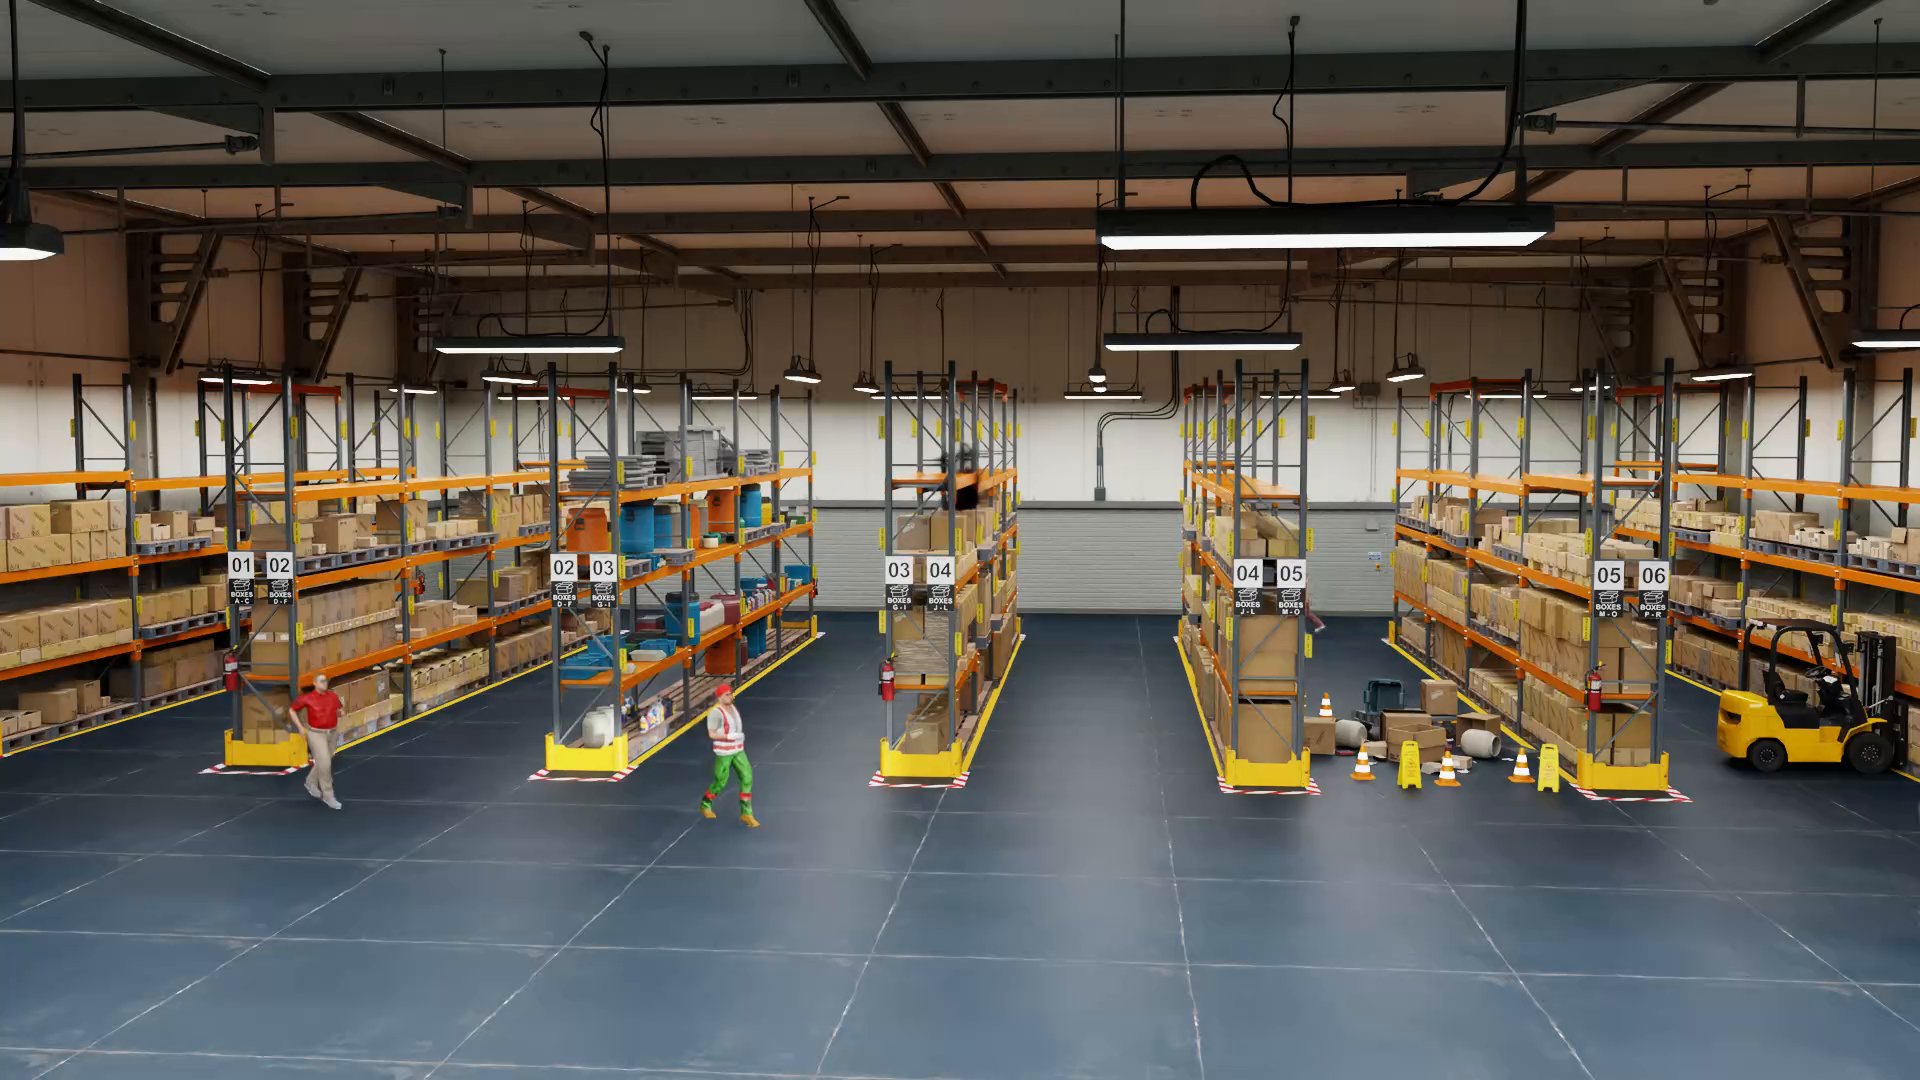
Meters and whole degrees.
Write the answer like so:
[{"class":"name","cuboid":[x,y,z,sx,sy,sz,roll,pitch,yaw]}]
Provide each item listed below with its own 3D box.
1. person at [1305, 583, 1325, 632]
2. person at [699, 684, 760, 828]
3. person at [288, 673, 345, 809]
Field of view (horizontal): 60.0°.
[{"class":"person","cuboid":[8.433,1.562,40.566,0.967,1.627,0.618,0,4,0]},{"class":"person","cuboid":[-2.933,2.720,21.130,0.908,1.801,0.667,3,5,39]},{"class":"person","cuboid":[-8.542,2.665,22.263,0.888,1.767,0.649,2,4,29]}]
